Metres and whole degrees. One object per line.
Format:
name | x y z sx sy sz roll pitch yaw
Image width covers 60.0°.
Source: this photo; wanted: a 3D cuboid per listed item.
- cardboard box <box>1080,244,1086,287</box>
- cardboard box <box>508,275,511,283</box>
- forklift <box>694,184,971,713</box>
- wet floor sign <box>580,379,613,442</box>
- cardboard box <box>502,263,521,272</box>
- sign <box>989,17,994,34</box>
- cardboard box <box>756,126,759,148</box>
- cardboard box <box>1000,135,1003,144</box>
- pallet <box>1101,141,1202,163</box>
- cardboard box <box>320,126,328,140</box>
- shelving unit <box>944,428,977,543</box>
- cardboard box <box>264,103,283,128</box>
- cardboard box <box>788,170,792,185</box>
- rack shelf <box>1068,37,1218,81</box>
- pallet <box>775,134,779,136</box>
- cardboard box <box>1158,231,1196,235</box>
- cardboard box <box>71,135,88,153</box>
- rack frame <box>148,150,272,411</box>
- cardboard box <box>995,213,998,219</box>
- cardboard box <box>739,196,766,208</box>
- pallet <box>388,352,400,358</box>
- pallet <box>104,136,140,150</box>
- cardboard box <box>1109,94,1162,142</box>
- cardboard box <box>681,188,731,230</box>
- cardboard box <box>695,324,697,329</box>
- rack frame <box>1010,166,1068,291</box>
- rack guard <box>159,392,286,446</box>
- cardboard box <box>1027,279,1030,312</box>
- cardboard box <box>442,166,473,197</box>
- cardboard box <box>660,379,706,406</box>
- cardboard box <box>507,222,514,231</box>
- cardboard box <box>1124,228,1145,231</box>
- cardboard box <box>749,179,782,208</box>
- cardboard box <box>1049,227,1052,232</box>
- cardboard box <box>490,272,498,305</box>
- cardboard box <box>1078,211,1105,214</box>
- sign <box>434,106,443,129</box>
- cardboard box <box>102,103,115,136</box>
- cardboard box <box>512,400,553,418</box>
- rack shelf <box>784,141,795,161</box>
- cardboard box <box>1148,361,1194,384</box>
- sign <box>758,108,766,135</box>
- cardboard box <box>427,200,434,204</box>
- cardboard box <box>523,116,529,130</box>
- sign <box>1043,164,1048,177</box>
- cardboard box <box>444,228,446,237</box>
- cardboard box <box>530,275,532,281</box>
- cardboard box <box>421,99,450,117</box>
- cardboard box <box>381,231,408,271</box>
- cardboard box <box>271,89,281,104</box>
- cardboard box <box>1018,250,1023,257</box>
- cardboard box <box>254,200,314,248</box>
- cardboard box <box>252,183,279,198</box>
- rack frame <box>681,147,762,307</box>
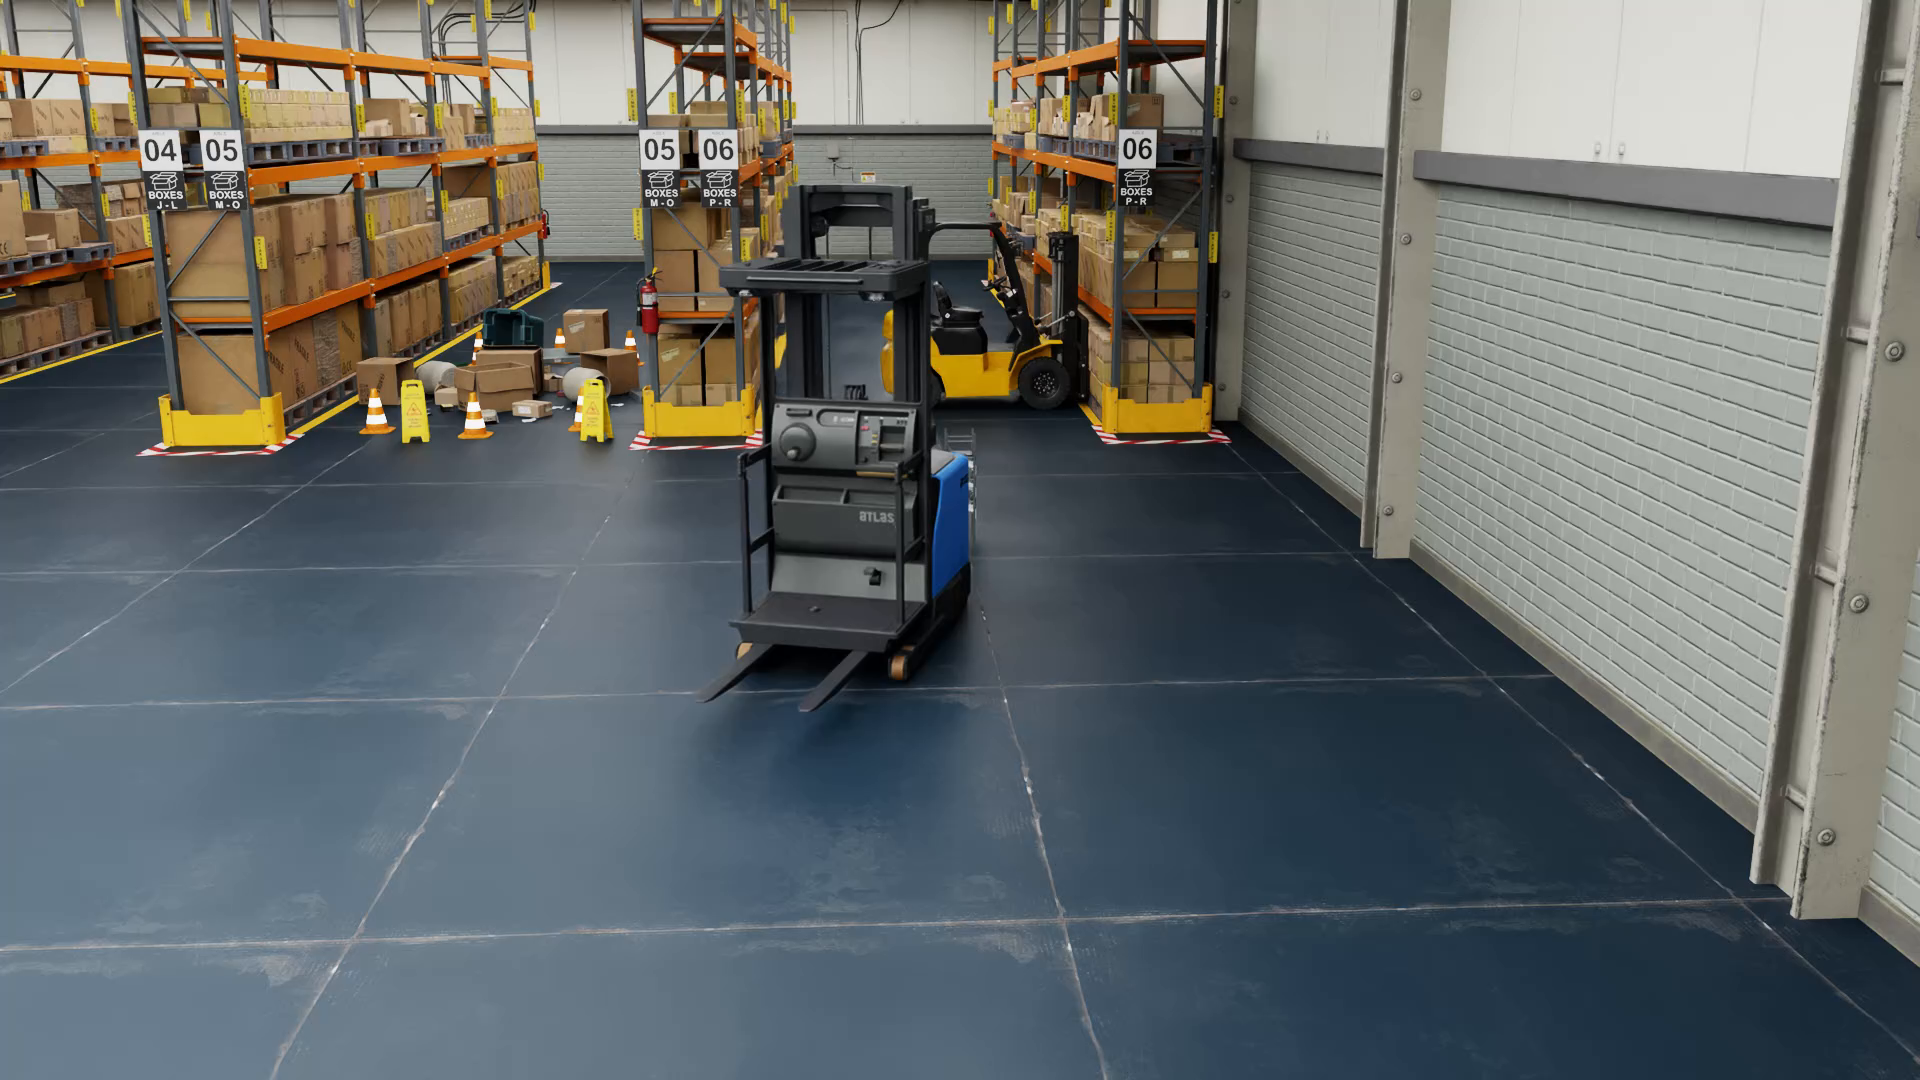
cardboard box | 1.749 -3.340 20.287 0.500 0.500 0.500 -1 14 -4
cardboard box | -8.357 -4.722 30.141 0.380 0.149 0.250 -2 15 -6
forklift | -0.777 -0.660 10.208 1.130 2.935 3.031 4 15 14
wet floor sign | -3.862 -1.385 17.613 0.267 0.644 0.232 4 15 16
cardboard box | -8.369 -5.060 30.858 0.380 0.149 0.250 -1 14 -3
sign | 0.615 -10.033 32.428 0.100 0.325 0.005 -1 14 -3
cardboard box | -2.757 -5.002 20.630 0.500 0.250 0.500 -1 14 -4
cardboard box | 0.943 -7.511 31.182 0.380 0.149 0.250 -1 14 -3
pallet | 2.130 -4.252 18.191 1.003 0.211 1.213 -1 14 -3
cardboard box | -7.583 -4.727 19.318 0.380 0.149 0.250 -1 14 -3
shelving unit | 0.000 -0.438 13.422 0.258 0.900 0.210 -1 14 -3
cardboard box | -7.546 -4.513 17.689 0.500 0.250 0.500 -1 14 -4
cardboard box | -3.440 -6.732 31.463 0.500 0.500 0.500 -1 14 -4
rack shelf | 2.024 -5.527 19.194 1.077 0.370 4.000 -1 14 -3
pallet | -3.443 -6.706 27.934 0.805 0.209 1.217 -1 15 -6
cardboard box | 2.387 -3.327 18.337 0.380 0.149 0.250 0 14 -2
cardboard box | -12.918 -5.691 23.906 0.500 0.250 0.500 -1 14 -3
rack frame | -7.740 -2.487 17.173 1.000 3.000 0.127 -1 14 -3
cardboard box | 0.904 -6.438 33.032 0.380 0.149 0.250 -1 14 -4
cardboard box | -2.730 -4.416 21.727 0.380 0.149 0.250 -1 14 -4
pallet | -8.111 -2.322 22.128 1.003 0.211 1.213 -1 14 -3
pallet | -13.357 -6.224 26.056 1.003 0.211 1.213 0 14 -1
cardboard box | 1.878 -4.525 17.831 0.500 0.500 0.500 0 14 -2
cardboard box | -3.242 -4.147 20.822 0.700 0.500 0.500 -1 14 -4
cardboard box | -3.218 -2.486 19.036 0.380 0.149 0.250 -1 14 -3
rack frame | 1.405 -5.651 29.468 1.000 3.000 0.127 -1 14 -3
rack guard | -7.738 -1.271 17.461 1.175 0.500 0.348 -1 14 -3
cardboard box | 1.356 -4.005 27.247 0.500 0.500 0.500 0 14 -1
cardboard box | -8.782 -6.261 29.036 0.500 0.500 0.500 -1 14 -5
cardboard box | -3.126 -1.663 18.646 0.500 0.250 0.500 -1 14 -4
cardboard box | -8.295 -5.685 30.107 0.380 0.149 0.250 -1 14 -2
cardboard box | 1.885 -3.447 18.805 0.380 0.149 0.250 -1 14 -3
cardboard box | -3.173 -5.615 27.123 0.500 0.500 0.500 -1 14 -3
cardboard box | 1.538 -4.330 23.631 0.500 0.250 0.500 -1 14 -3
cardboard box | -8.186 -4.284 28.331 0.500 0.500 0.500 -1 14 -5
cardboard box | 1.958 -4.812 24.706 0.380 0.149 0.250 -1 14 -3
sign | -7.681 -6.225 24.483 0.100 0.325 0.005 -1 14 -3
cardboard box | -13.443 -6.494 25.682 0.500 0.500 0.500 0 14 0
cardboard box | -4.903 -1.503 19.068 0.380 0.149 0.250 7 16 26
rack shelf | -3.673 -7.175 30.816 1.077 0.370 4.000 -1 14 -3
cardboard box | 2.327 -1.900 18.564 0.500 0.250 0.500 -1 14 -2
sign | -2.512 -5.297 21.036 0.100 0.325 0.005 -1 14 -3
cardboard box | -8.868 -5.541 27.510 0.380 0.149 0.250 -1 14 -4
cardboard box | -8.416 -7.851 31.297 0.500 0.250 0.500 -1 14 -5
sign | 1.712 -7.363 33.165 0.100 0.325 0.005 -1 14 -3
cardboard box | -8.062 -4.673 25.329 0.380 0.149 0.250 -1 14 -4
cardboard box | -8.443 -5.032 31.942 0.380 0.149 0.250 -1 14 -4
cardboard box | -8.073 -6.644 25.574 0.396 0.266 0.258 -1 14 -3
cardboard box | -7.812 -3.915 22.523 0.500 0.500 0.500 -1 14 -4
cardboard box | -7.488 -4.733 17.742 0.380 0.149 0.250 -1 14 -3
cardboard box | 1.222 -5.009 29.250 0.380 0.149 0.250 -1 14 -4
cardboard box | -7.912 -3.582 18.961 0.875 0.550 0.500 -1 14 -3
cardboard box | -13.395 -6.732 31.872 0.500 0.500 0.500 -1 14 -3
rack frame | -3.053 -3.583 21.434 1.000 3.000 0.127 -1 14 -3
